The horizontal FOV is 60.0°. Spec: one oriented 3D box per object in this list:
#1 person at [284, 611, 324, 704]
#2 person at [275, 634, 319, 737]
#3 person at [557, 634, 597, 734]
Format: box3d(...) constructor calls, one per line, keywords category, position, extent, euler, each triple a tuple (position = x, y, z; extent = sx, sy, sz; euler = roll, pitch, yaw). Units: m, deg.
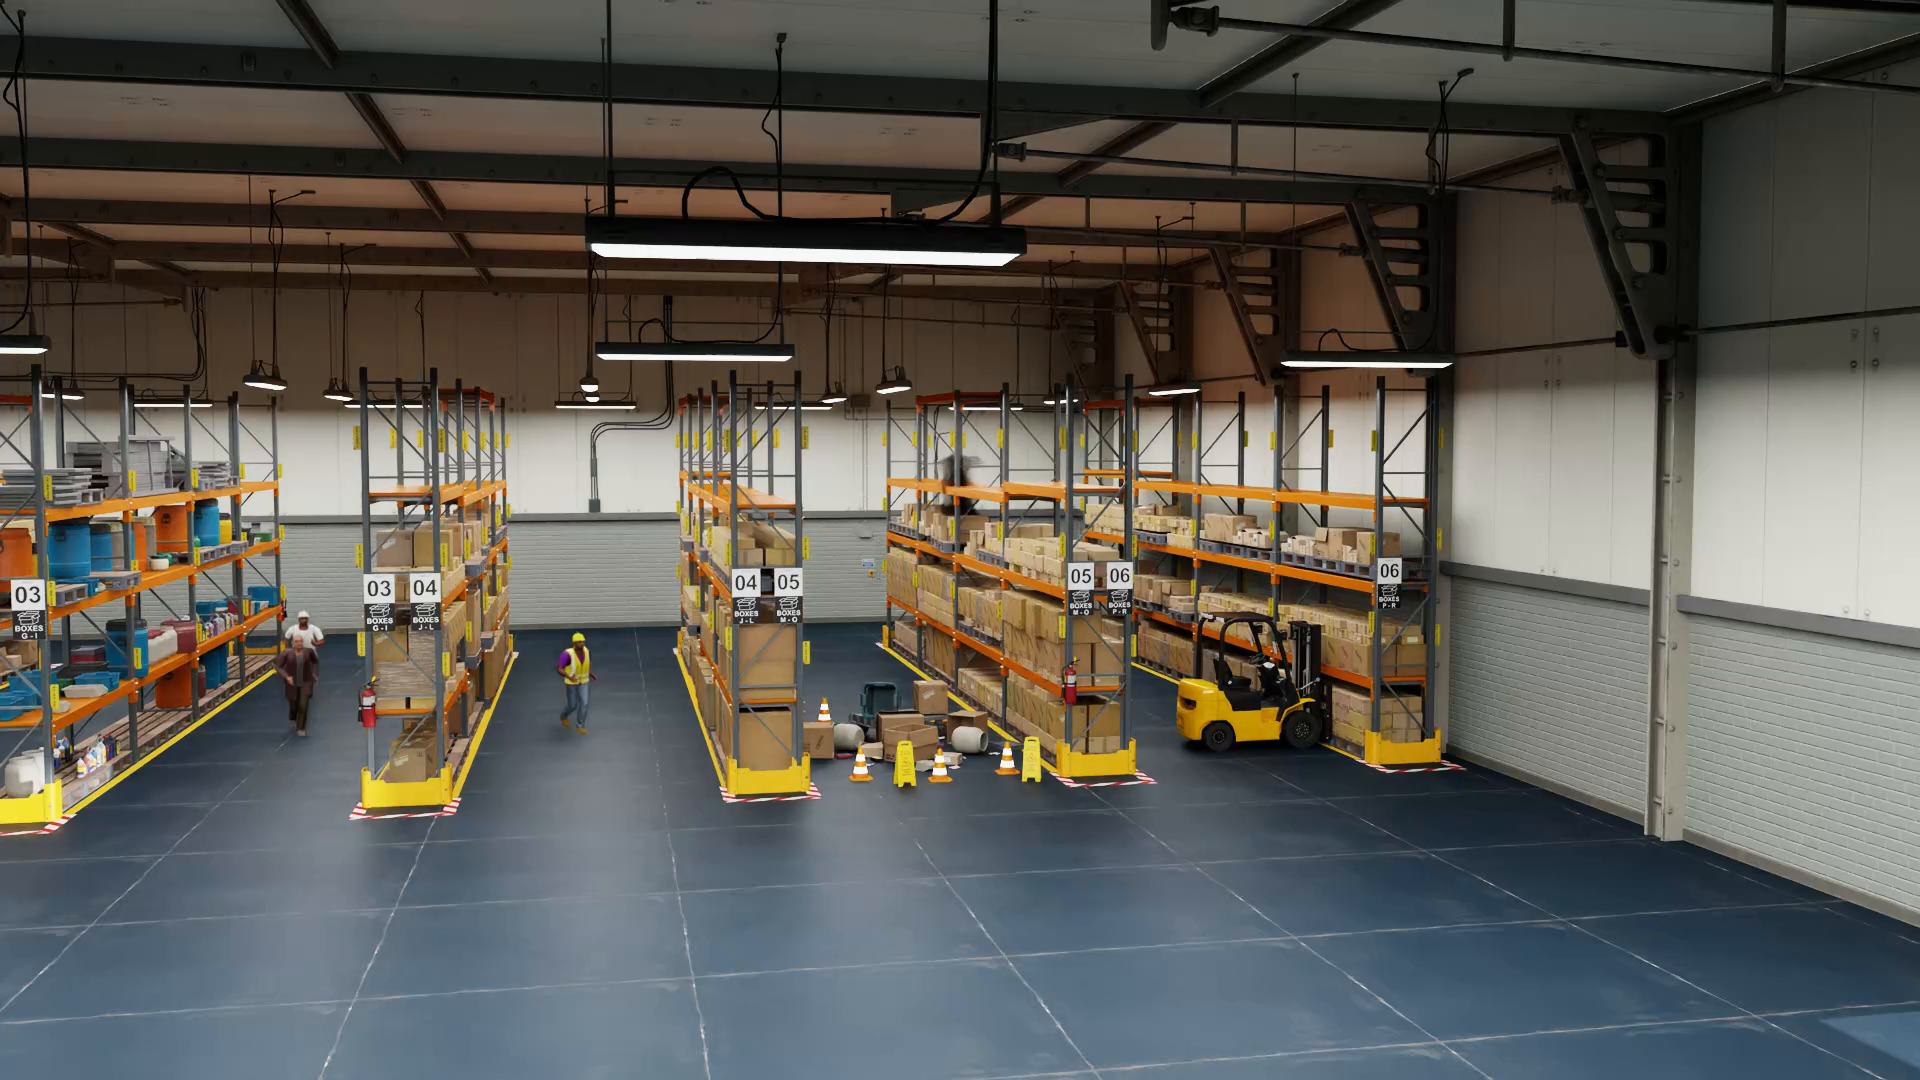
box3d(category="person", position=(-12.480, 2.219, 31.655), extent=(0.717, 1.750, 0.945), euler=(-1, 4, -20))
box3d(category="person", position=(-11.307, 2.453, 28.364), extent=(0.708, 1.732, 0.859), euler=(-2, 4, -26))
box3d(category="person", position=(-6.637, 2.446, 28.575), extent=(0.696, 1.721, 0.837), euler=(-3, 4, -37))
